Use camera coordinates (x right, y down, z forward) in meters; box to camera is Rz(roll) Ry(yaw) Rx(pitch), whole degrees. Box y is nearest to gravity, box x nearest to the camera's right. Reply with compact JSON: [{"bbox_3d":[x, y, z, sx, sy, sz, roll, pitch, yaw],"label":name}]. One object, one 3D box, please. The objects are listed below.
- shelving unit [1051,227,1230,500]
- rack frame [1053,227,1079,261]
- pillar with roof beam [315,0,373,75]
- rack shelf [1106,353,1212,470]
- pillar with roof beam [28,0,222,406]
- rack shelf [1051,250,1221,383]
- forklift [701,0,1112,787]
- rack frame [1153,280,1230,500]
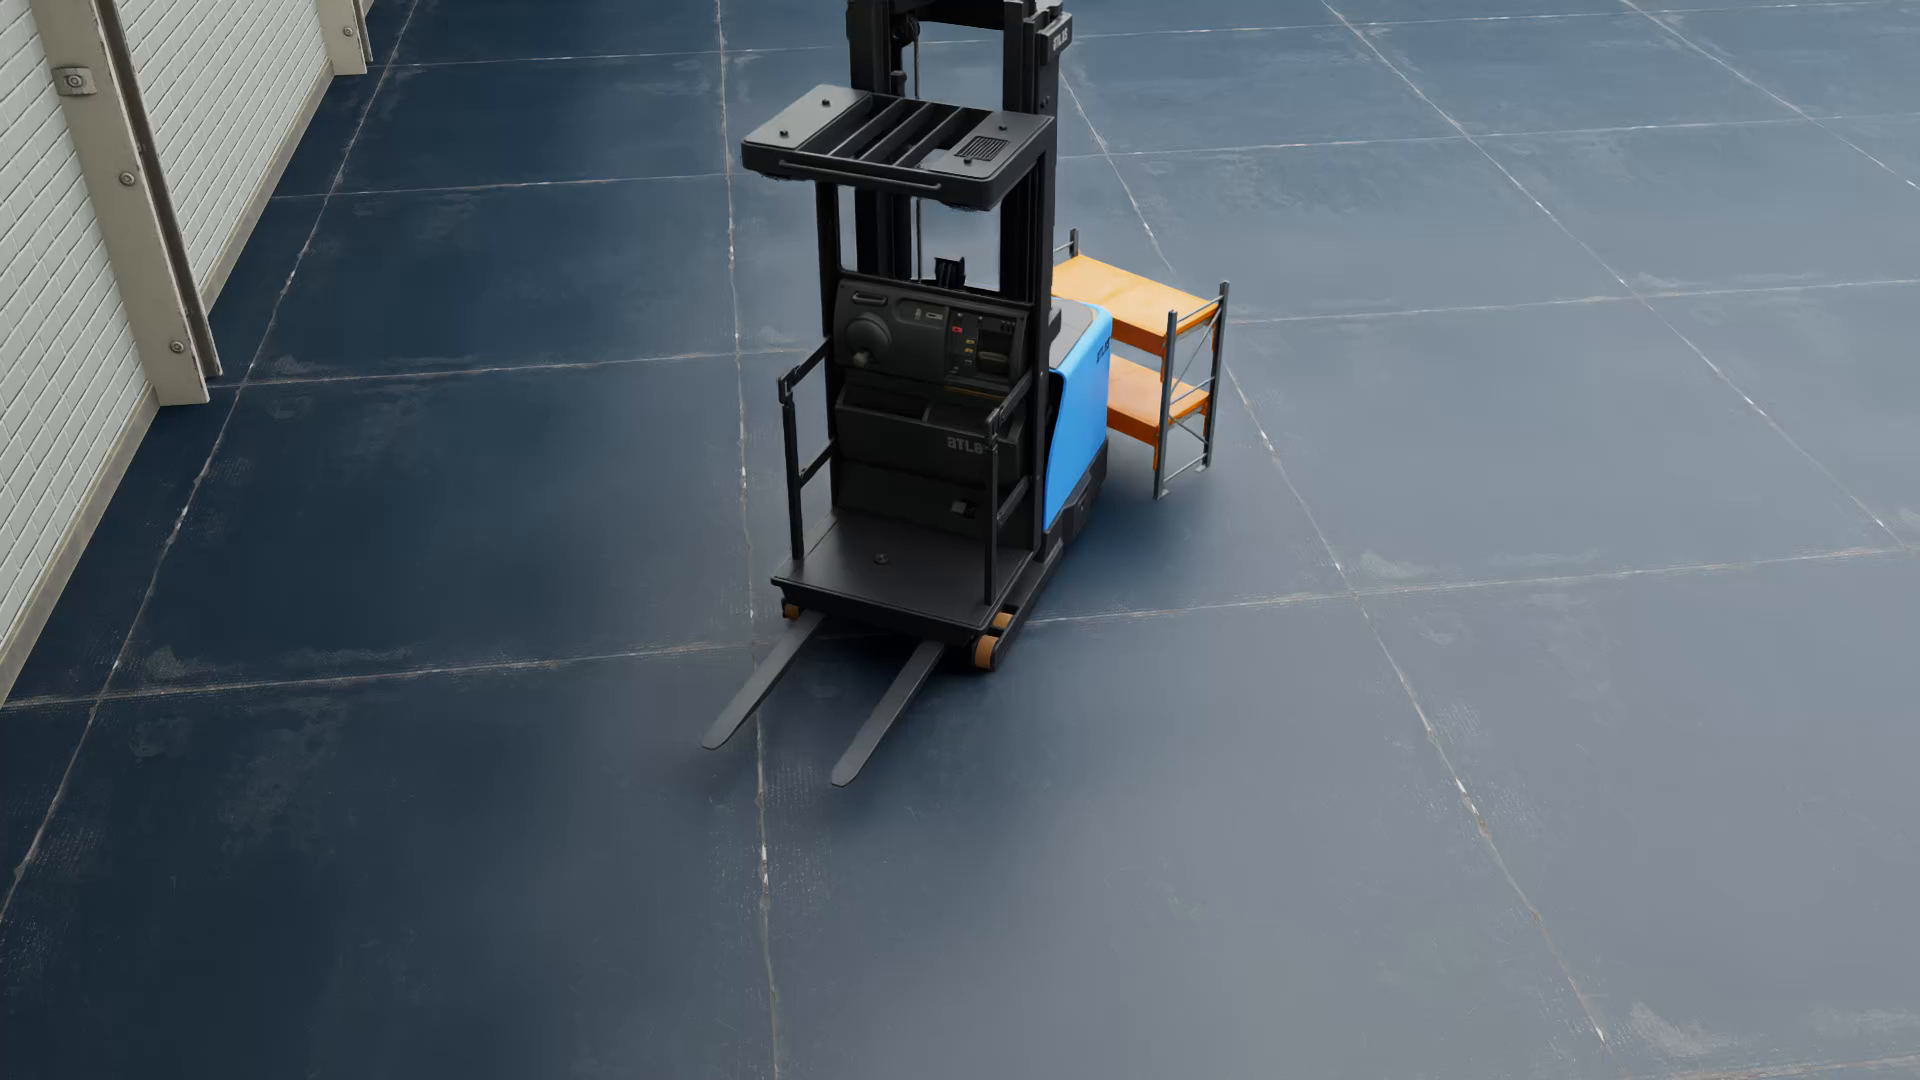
[{"bbox_3d":[0.861,-0.987,9.196,1.048,1.125,0.538,27,42,34],"label":"shelving unit"},{"bbox_3d":[0.486,-1.180,9.480,0.032,1.125,0.500,27,42,34],"label":"rack frame"},{"bbox_3d":[-1.225,-8.313,12.957,9.100,9.000,0.400,-4,35,-6],"label":"pillar with roof beam"},{"bbox_3d":[0.860,-0.784,9.333,1.000,0.278,0.538,27,42,34],"label":"rack shelf"},{"bbox_3d":[-0.418,-4.964,8.044,9.100,9.000,0.400,-4,35,-6],"label":"pillar with roof beam"},{"bbox_3d":[0.862,-1.229,9.032,1.000,0.278,0.538,27,42,34],"label":"rack shelf"},{"bbox_3d":[-0.221,-0.869,7.422,1.130,2.935,3.031,13,36,18],"label":"forklift"},{"bbox_3d":[1.236,-0.793,8.913,0.032,1.125,0.500,27,42,34],"label":"rack frame"}]
